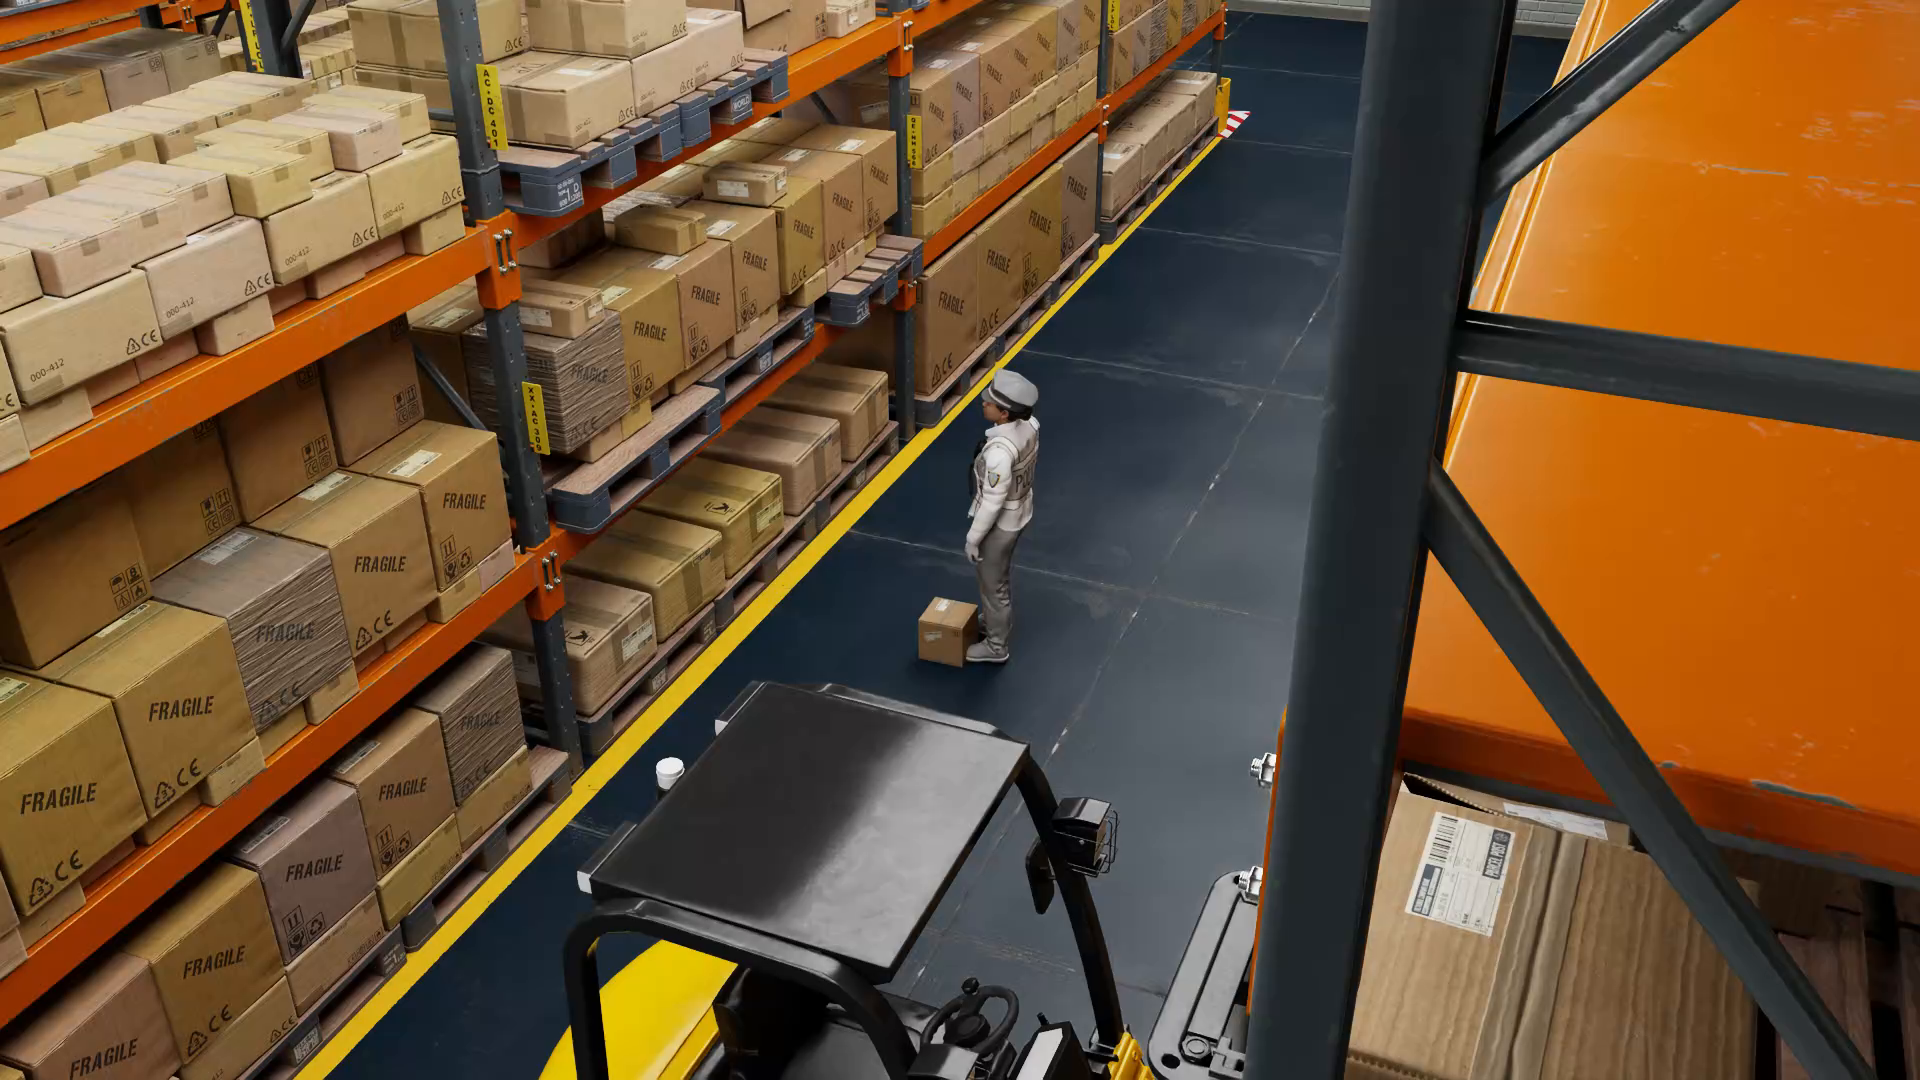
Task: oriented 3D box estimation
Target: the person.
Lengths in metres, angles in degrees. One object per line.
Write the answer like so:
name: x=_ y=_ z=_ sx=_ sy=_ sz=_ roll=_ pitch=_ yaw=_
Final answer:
person: x=0.140 y=-0.113 z=8.537 sx=0.530 sy=1.695 sz=0.588 roll=11 pitch=32 yaw=19
